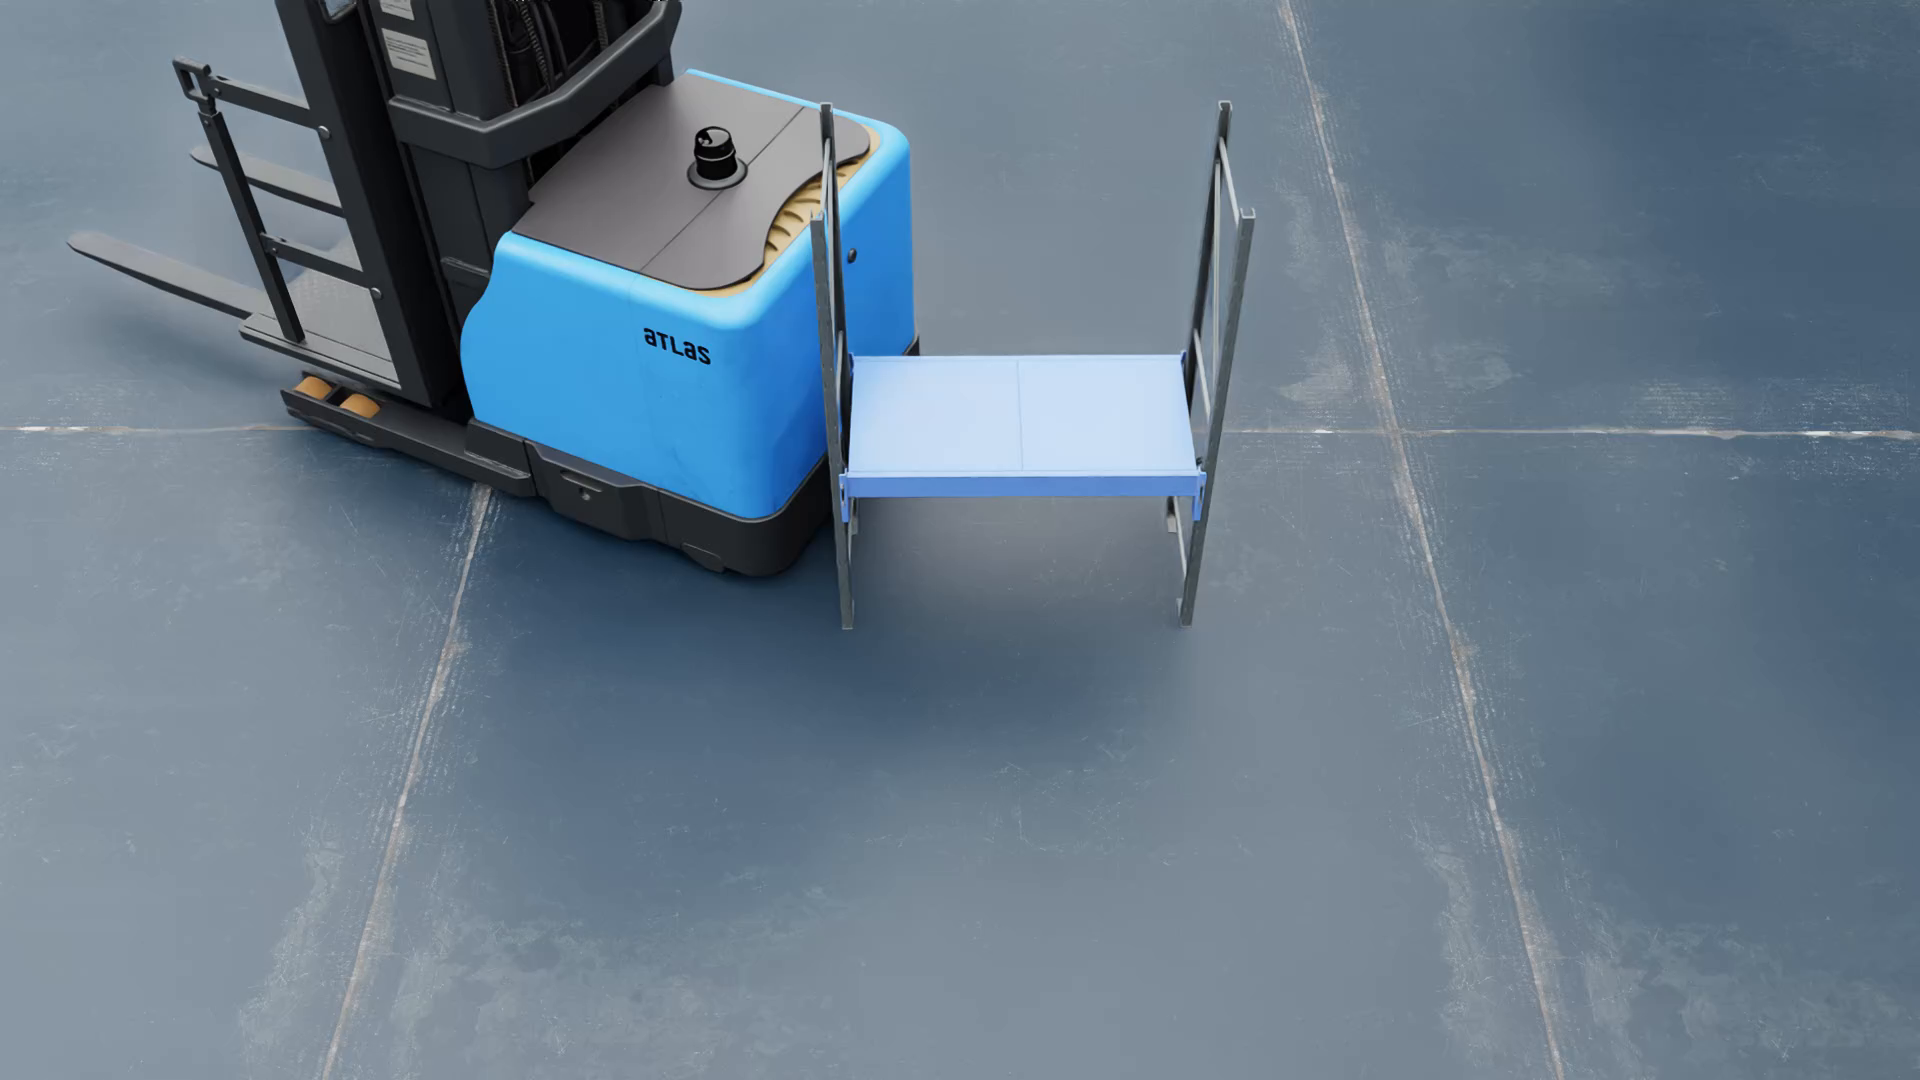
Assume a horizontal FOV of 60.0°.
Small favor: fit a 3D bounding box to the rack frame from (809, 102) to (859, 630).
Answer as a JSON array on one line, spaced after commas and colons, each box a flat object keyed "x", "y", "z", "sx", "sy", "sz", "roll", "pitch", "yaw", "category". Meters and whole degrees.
[{"x": -0.339, "y": -0.422, "z": 4.619, "sx": 0.032, "sy": 1.500, "sz": 0.500, "roll": 0, "pitch": 47, "yaw": 0, "category": "rack frame"}]

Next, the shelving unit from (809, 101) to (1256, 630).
[{"x": 0.169, "y": -0.425, "z": 4.621, "sx": 1.048, "sy": 1.500, "sz": 0.538, "roll": 0, "pitch": 47, "yaw": 0, "category": "shelving unit"}]

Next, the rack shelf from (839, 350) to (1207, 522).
[{"x": 0.169, "y": -0.302, "z": 4.753, "sx": 1.000, "sy": 0.185, "sz": 0.538, "roll": 0, "pitch": 47, "yaw": 0, "category": "rack shelf"}]

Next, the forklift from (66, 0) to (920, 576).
[{"x": -1.689, "y": -1.645, "z": 4.779, "sx": 3.031, "sy": 2.935, "sz": 1.130, "roll": 20, "pitch": 50, "yaw": 17, "category": "forklift"}]

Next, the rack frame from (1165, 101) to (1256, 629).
[{"x": 0.677, "y": -0.428, "z": 4.623, "sx": 0.032, "sy": 1.500, "sz": 0.500, "roll": 0, "pitch": 47, "yaw": 0, "category": "rack frame"}]
